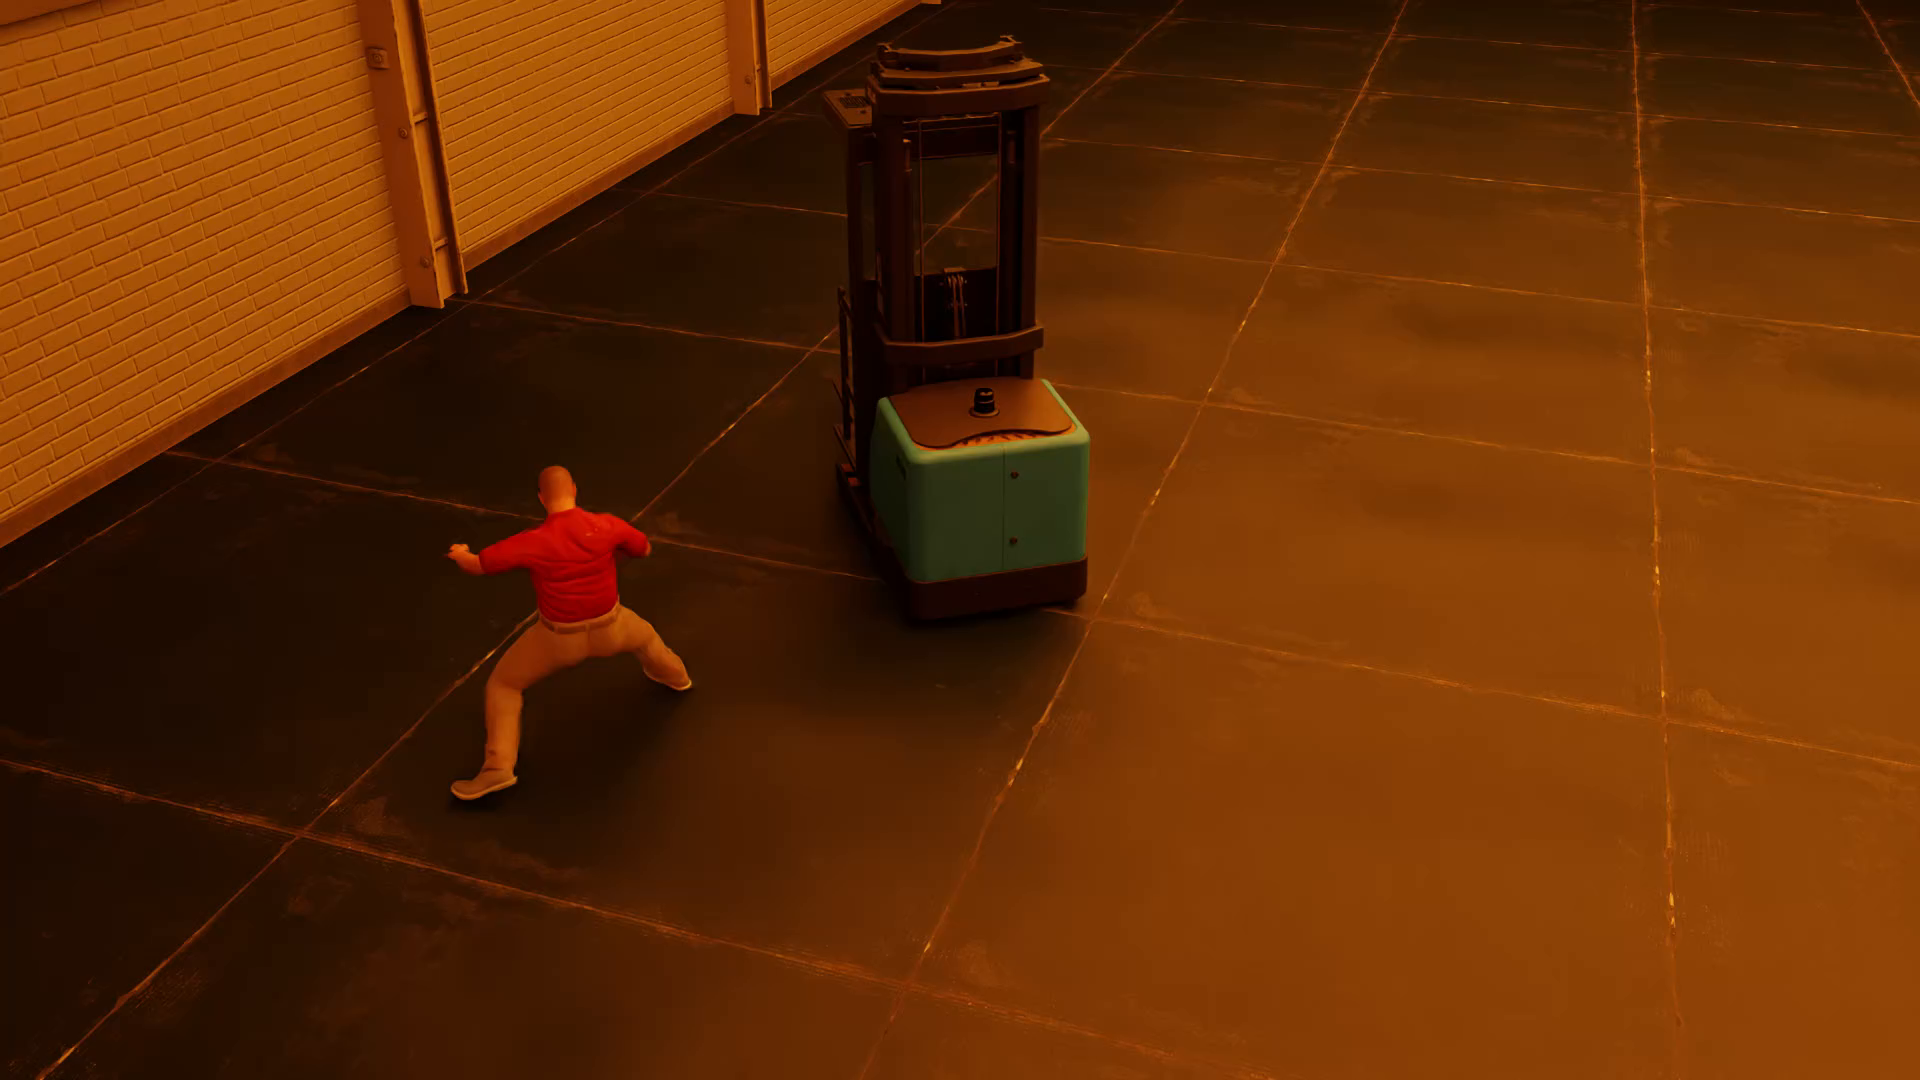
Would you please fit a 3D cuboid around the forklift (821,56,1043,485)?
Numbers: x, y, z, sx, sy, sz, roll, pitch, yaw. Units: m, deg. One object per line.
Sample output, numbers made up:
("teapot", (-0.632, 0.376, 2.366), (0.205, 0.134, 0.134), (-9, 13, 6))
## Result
("forklift", (-0.190, -1.555, 9.928), (1.101, 2.867, 2.884), (-8, 31, -13))
